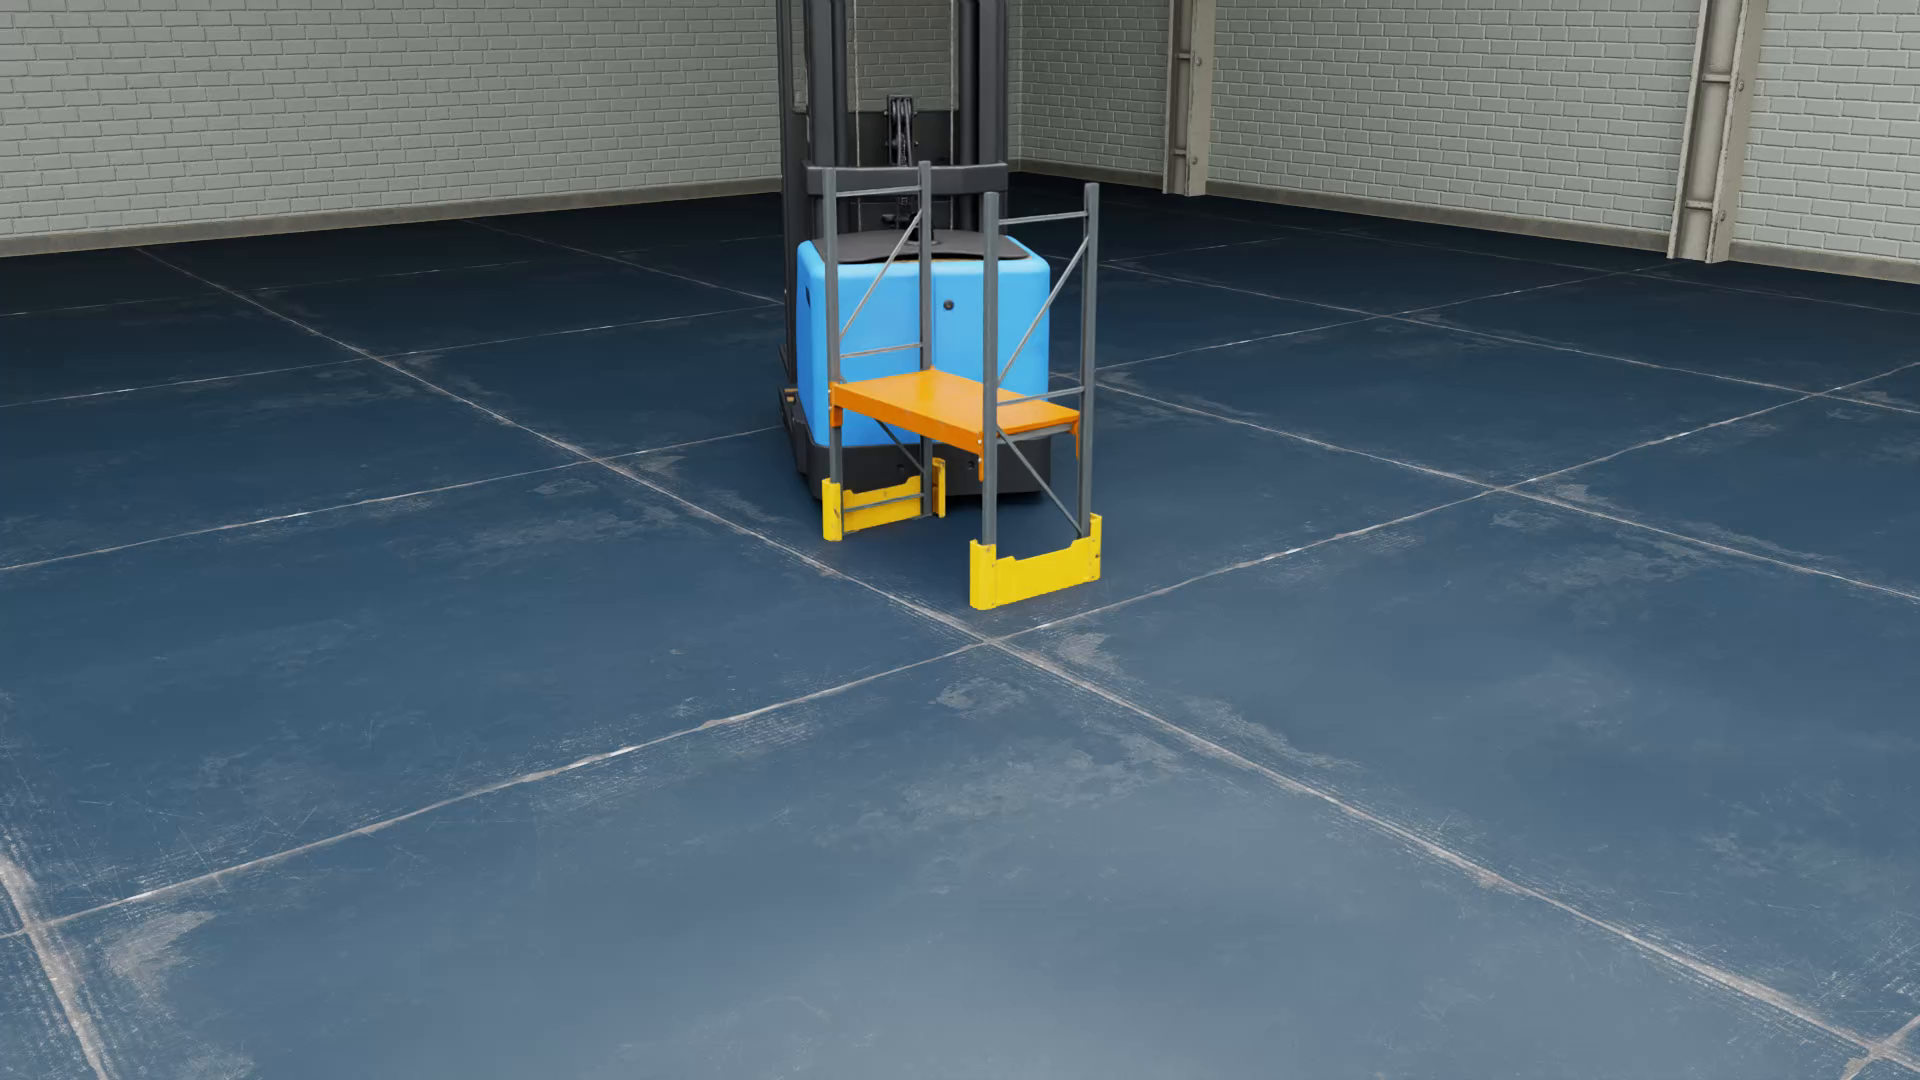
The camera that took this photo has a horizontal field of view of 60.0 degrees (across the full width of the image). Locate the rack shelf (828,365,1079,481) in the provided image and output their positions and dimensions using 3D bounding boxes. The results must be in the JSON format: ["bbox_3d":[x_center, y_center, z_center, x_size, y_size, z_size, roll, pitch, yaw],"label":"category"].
[{"bbox_3d":[-0.018,-0.472,6.474,0.538,0.185,1.000,-13,23,-35],"label":"rack shelf"}]

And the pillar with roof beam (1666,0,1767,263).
[{"bbox_3d":[2.848,-5.803,10.072,9.100,9.000,0.400,-14,23,-36],"label":"pillar with roof beam"}]

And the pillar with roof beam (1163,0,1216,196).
[{"bbox_3d":[-0.877,-7.282,14.537,9.100,9.000,0.400,-14,23,-36],"label":"pillar with roof beam"}]

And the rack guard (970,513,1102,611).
[{"bbox_3d":[0.288,0.078,6.230,0.587,0.250,0.087,-13,23,-35],"label":"rack guard"}]

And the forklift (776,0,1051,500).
[{"bbox_3d":[-0.354,-1.980,8.179,1.130,2.935,3.031,-3,19,-9],"label":"forklift"}]

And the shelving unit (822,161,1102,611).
[{"bbox_3d":[-0.013,-0.640,6.410,0.587,1.500,1.083,-13,23,-35],"label":"shelving unit"}]

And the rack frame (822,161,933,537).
[{"bbox_3d":[-0.325,-0.770,6.802,0.500,1.500,0.032,-13,23,-35],"label":"rack frame"}]

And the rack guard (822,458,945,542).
[{"bbox_3d":[-0.313,-0.172,6.984,0.587,0.250,0.087,-13,23,-35],"label":"rack guard"}]

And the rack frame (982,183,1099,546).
[{"bbox_3d":[0.289,-0.515,6.033,0.500,1.500,0.032,-13,23,-35],"label":"rack frame"}]
